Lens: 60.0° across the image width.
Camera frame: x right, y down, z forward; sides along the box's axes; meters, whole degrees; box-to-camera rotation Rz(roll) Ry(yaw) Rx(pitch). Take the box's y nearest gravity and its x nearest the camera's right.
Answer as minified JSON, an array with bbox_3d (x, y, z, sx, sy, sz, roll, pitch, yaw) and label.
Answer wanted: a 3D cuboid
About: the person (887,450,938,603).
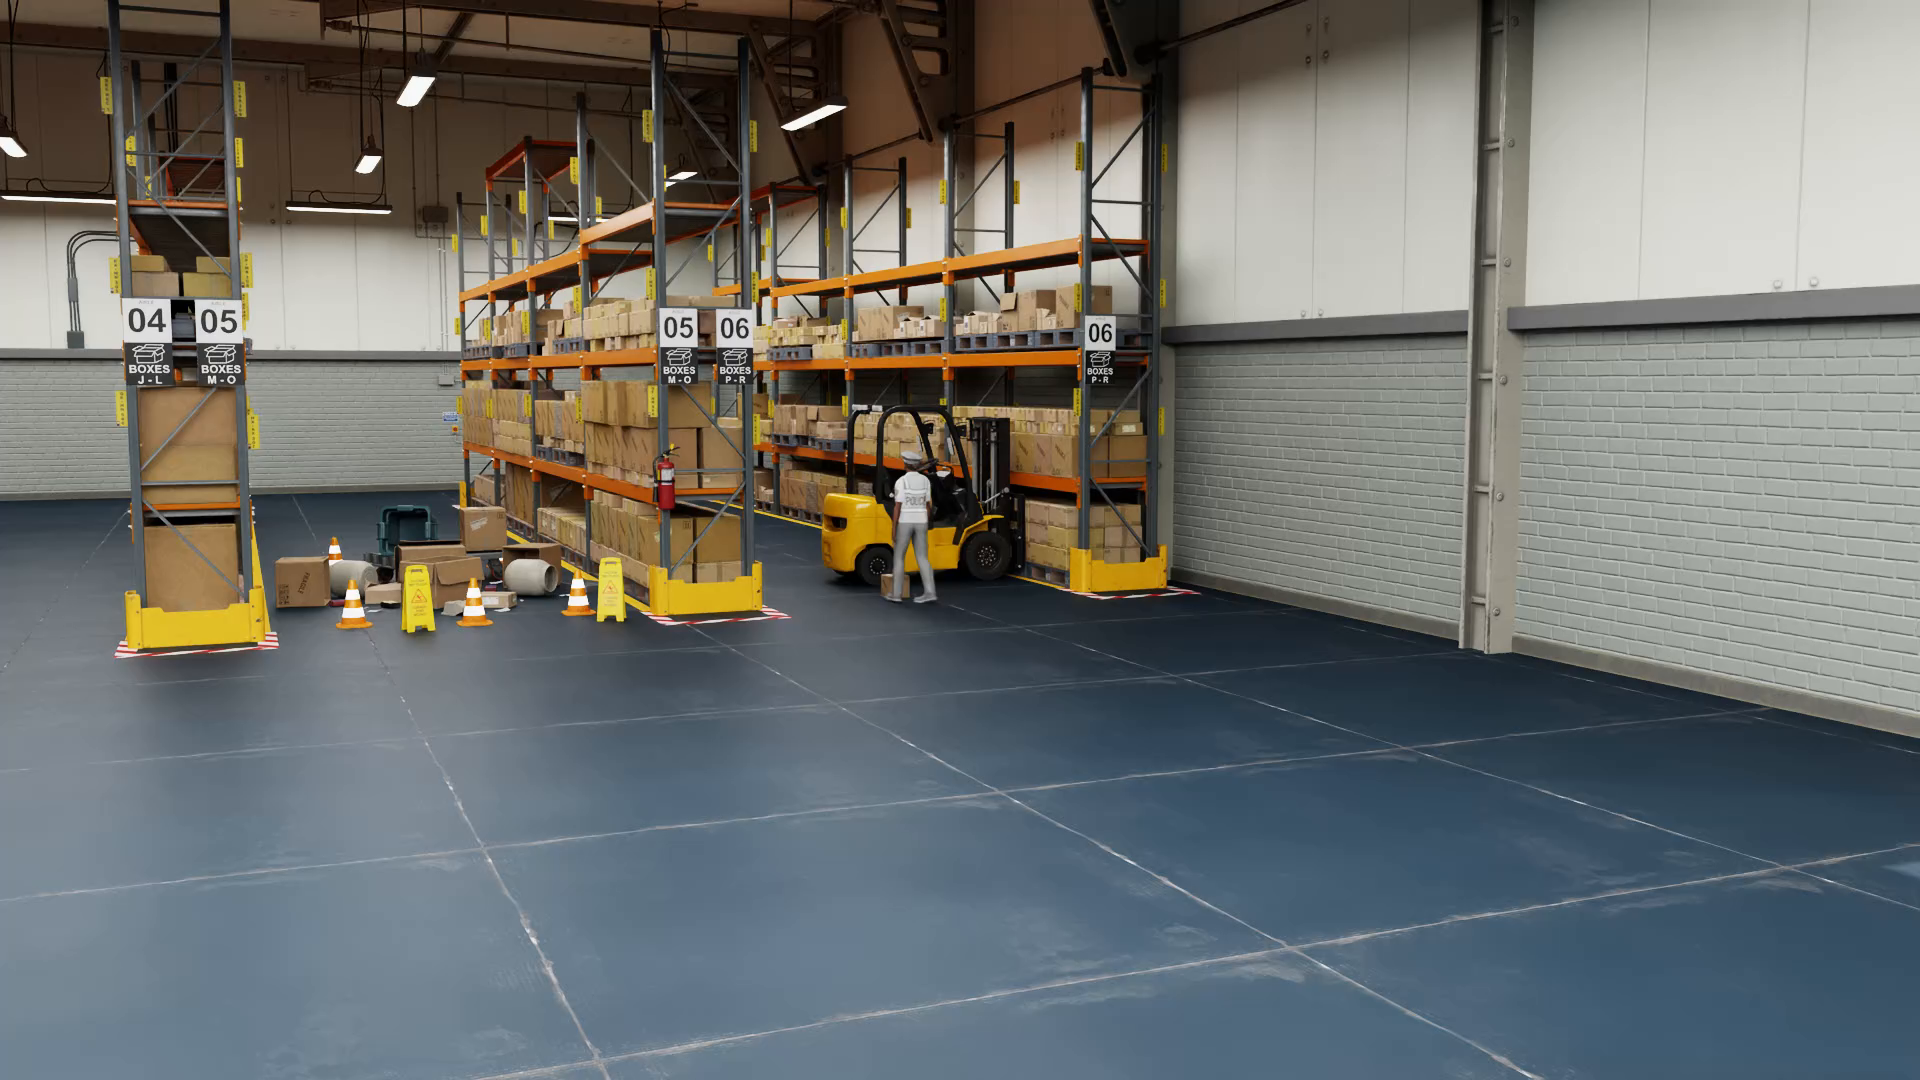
[{"bbox_3d":[-0.566,-0.146,18.428,0.471,1.692,0.541,-3,6,-30],"label":"person"}]
